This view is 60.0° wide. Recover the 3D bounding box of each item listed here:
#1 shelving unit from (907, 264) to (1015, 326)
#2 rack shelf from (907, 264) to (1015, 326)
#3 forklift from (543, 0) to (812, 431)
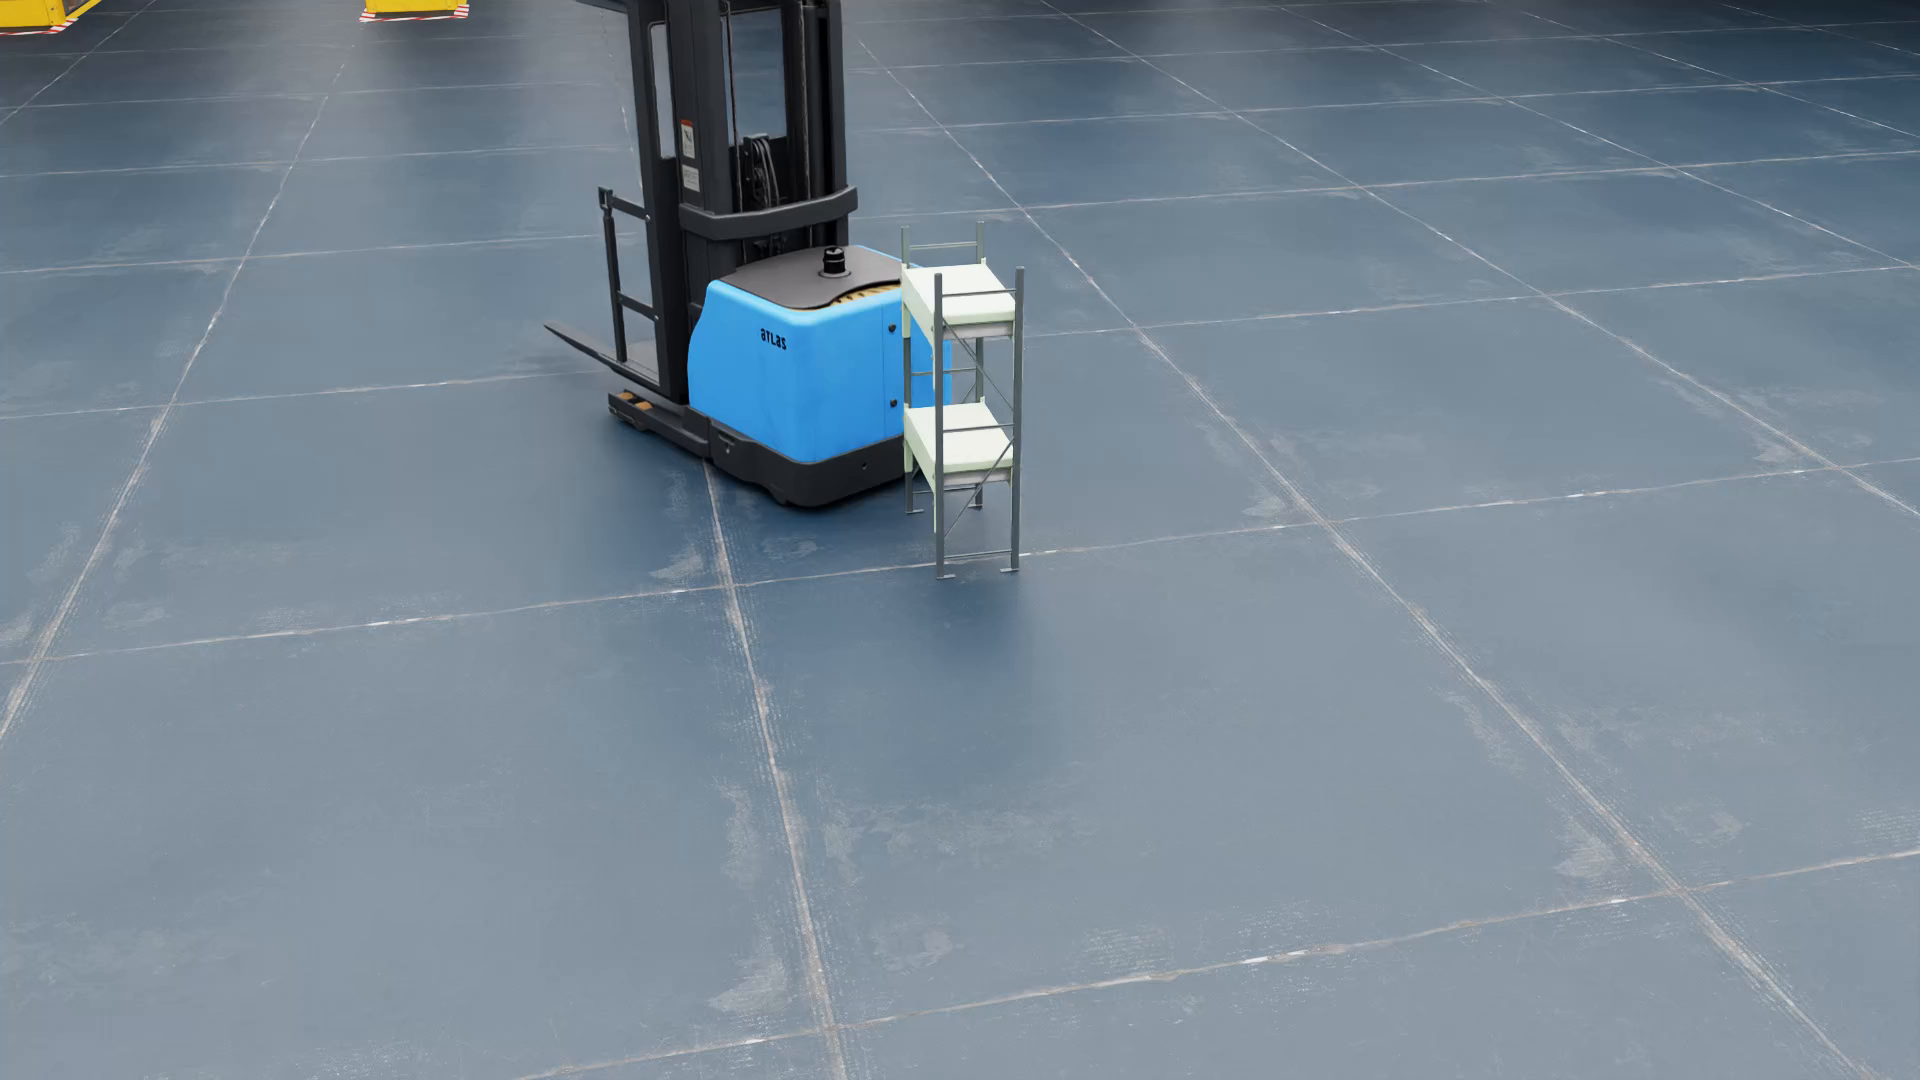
[{"bbox_3d":[0.002,-1.134,7.670,0.368,0.052,0.686,-6,27,-12],"label":"shelving unit"},{"bbox_3d":[0.002,-1.134,7.670,0.368,0.052,0.686,-6,27,-12],"label":"rack shelf"},{"bbox_3d":[-1.658,-2.119,9.416,1.118,2.733,2.170,-22,34,-36],"label":"forklift"}]
